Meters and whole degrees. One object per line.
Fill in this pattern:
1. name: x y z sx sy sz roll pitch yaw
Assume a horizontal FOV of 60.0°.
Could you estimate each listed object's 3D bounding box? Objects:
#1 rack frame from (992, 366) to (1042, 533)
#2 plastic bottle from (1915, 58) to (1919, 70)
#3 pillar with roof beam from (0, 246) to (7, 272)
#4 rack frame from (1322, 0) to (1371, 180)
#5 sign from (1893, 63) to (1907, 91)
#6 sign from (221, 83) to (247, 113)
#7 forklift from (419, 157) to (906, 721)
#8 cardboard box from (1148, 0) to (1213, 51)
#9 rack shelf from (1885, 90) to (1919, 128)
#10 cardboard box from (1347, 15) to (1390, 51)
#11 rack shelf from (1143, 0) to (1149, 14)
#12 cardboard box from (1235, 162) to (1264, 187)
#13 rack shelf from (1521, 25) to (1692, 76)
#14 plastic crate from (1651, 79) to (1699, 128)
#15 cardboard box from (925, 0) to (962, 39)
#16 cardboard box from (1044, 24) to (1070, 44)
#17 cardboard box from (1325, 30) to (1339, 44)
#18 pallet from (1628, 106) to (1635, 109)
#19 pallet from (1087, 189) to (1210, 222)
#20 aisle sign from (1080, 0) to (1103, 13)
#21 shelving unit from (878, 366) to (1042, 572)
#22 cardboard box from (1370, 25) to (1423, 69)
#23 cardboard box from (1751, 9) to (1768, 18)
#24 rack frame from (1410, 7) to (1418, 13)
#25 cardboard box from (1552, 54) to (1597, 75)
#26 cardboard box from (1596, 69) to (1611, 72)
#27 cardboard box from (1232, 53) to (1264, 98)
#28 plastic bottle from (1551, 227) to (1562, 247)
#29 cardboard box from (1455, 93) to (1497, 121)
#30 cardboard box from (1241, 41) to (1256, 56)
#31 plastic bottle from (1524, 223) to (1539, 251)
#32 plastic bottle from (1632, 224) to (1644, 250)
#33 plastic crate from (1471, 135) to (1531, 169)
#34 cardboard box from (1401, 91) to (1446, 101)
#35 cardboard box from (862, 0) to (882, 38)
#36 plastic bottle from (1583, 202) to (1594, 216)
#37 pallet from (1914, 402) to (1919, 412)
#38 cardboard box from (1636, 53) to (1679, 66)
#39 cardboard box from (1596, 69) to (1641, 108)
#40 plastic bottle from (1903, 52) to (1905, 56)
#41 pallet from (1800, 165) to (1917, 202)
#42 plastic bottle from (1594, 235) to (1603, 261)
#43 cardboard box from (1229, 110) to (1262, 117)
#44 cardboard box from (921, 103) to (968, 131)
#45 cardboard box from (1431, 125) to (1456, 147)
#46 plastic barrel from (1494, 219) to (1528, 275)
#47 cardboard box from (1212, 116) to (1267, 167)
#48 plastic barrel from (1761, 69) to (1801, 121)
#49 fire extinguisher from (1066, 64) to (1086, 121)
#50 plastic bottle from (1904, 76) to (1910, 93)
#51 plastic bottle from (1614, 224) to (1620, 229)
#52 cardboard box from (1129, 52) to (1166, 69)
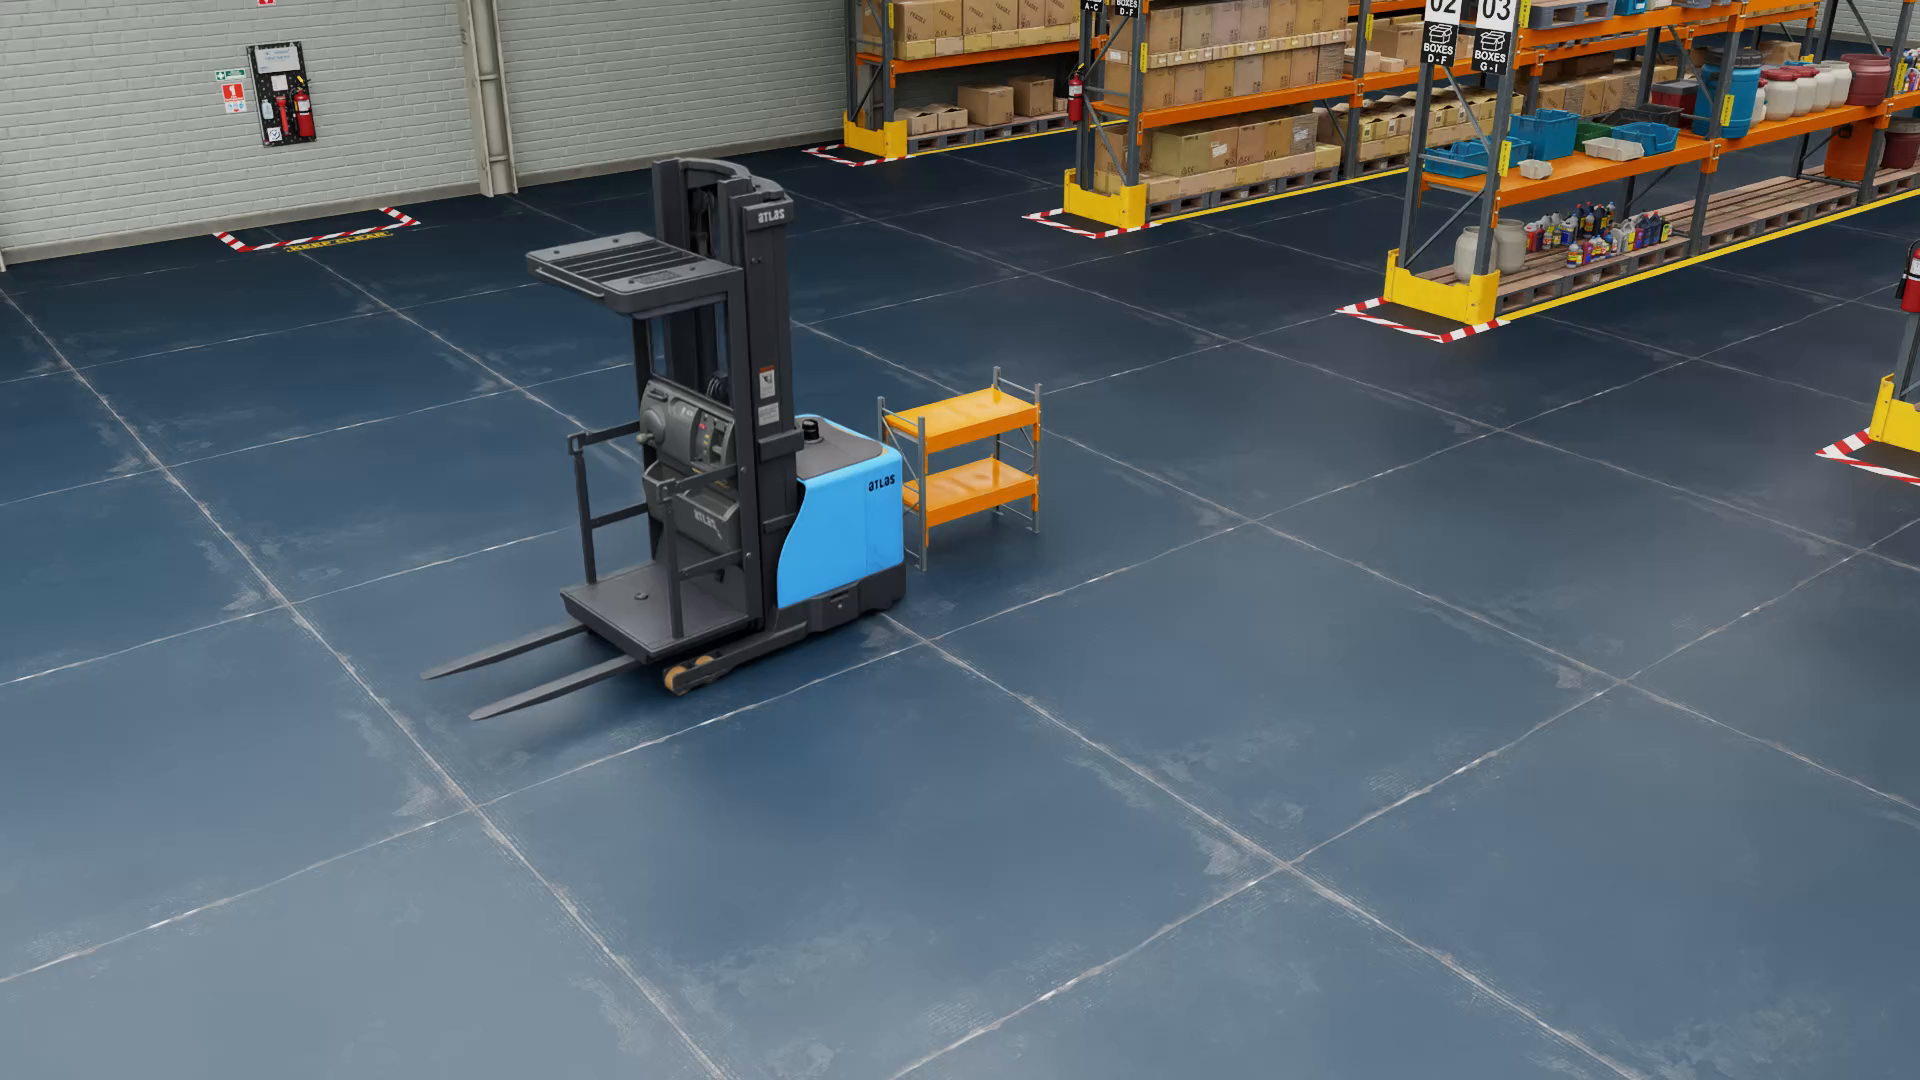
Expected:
1. rack frame: 0.405 -0.644 11.929 0.032 1.125 0.500 -18 31 -34
2. plastic bottle: 12.857 -6.373 22.282 0.097 0.201 0.097 0 25 0
3. pillar with roof beam: -8.050 -5.606 13.266 0.400 9.000 9.100 -18 31 -34
4. rack frame: 4.927 -6.358 22.014 0.127 3.000 1.000 -18 31 -34
5. sign: 11.474 -5.649 20.292 0.005 0.325 0.100 -18 31 -34
6. sign: -8.451 -5.147 19.361 0.234 0.329 0.001 -18 31 -34
7. forklift: -1.789 -0.658 9.813 3.031 2.935 1.130 -21 32 -37
8. cardboard box: 2.607 -6.222 20.061 0.500 0.500 0.700 -19 31 -35
9. rack shelf: 12.702 -5.949 21.986 4.000 0.370 1.077 -18 31 -34
10. cardboard box: 7.034 -8.848 29.434 0.750 0.750 0.750 -17 30 -33
11. rack shelf: 3.353 -6.873 20.415 4.000 0.370 1.077 -18 31 -34
12. cardboard box: 3.520 -4.717 21.246 0.500 0.250 0.500 -18 31 -34
13. rack shelf: 9.649 -7.591 25.524 4.000 0.370 1.077 -18 31 -34
14. plastic crate: 8.173 -4.973 18.953 0.583 0.464 0.402 -18 31 -34
15. cardboard box: -0.324 -7.390 23.501 0.500 0.500 0.500 -18 30 -34
16. cardboard box: 1.285 -7.589 24.821 0.500 0.250 0.500 -18 30 -34
17. cardboard box: 4.650 -6.493 21.415 0.250 0.149 0.380 -19 31 -35
18. pallet: 10.606 -6.948 26.597 1.213 0.211 1.003 -18 31 -34
19. pallet: 2.356 -4.267 20.820 1.213 0.211 1.003 -18 31 -34
20. aisle sign: 1.547 -6.579 19.401 0.004 0.787 0.394 -18 31 -34
21. shelving unit: 0.005 -0.512 11.644 1.048 1.125 0.538 -18 31 -34
22. cardboard box: 5.956 -6.735 22.706 0.500 0.500 0.500 -16 29 -30
23. cardboard box: 12.987 -8.920 27.415 0.500 0.500 0.500 -19 31 -35
24. rack frame: 8.163 -10.077 30.026 0.127 3.000 1.000 -18 31 -34
25. cardboard box: 9.510 -7.407 25.830 0.500 0.250 0.500 -19 31 -35
26. cardboard box: 9.881 -7.188 26.248 0.500 0.500 0.500 -18 30 -33
27. cardboard box: 3.371 -5.885 20.875 0.500 0.500 0.700 -17 30 -33
28. plastic bottle: 6.569 -3.338 18.308 0.097 0.201 0.097 0 25 0
29. cardboard box: 7.410 -6.240 23.861 0.500 0.311 0.500 -19 31 -35
30. cardboard box: 3.431 -6.088 20.544 0.250 0.149 0.380 -18 30 -34
31. plastic bottle: 6.223 -3.320 18.181 0.135 0.276 0.152 -18 30 -34
32. plastic bottle: 7.398 -3.315 18.161 0.133 0.283 0.061 -16 29 -31
33. plastic crate: 5.557 -4.006 17.122 0.408 0.251 0.499 -18 31 -34
34. cardboard box: 6.671 -6.285 23.958 0.500 0.311 0.500 -19 31 -35
35. cardboard box: -1.040 -7.433 23.594 0.500 0.500 0.500 -19 31 -35
36. plastic bottle: 7.090 -3.642 18.786 0.185 0.351 0.144 -17 30 -33
37. pallet: 8.610 -0.991 13.761 1.213 0.211 1.003 -18 31 -34
38. cardboard box: 11.496 -7.744 27.447 0.500 0.500 0.500 -18 31 -34
39. cardboard box: 10.222 -7.023 25.894 0.500 0.500 0.500 -18 30 -33
40. plastic bottle: 12.581 -6.395 22.246 0.097 0.271 0.097 0 25 0
41. pallet: 11.723 -4.709 21.774 1.213 0.211 1.003 -18 31 -34
42. plastic bottle: 6.801 -3.122 17.760 0.097 0.271 0.097 0 25 0
43. cardboard box: 3.582 -5.365 21.751 0.500 0.500 0.500 -18 31 -34
44. cardboard box: -0.231 -6.237 24.425 0.500 0.311 0.500 -15 29 -30
45. cardboard box: 6.607 -5.724 23.415 0.500 0.250 0.500 -18 30 -33
46. plastic barrel: 5.698 -3.066 17.377 0.421 0.512 0.421 0 25 0
47. cardboard box: 3.521 -5.057 21.087 0.500 0.500 0.500 -18 31 -34
48. plastic barrel: 9.446 -5.145 19.238 0.433 0.535 0.433 0 25 0
49. fire extinguisher: 1.400 -5.407 20.057 0.183 0.674 0.296 -18 31 -34
50. plastic bottle: 11.853 -5.717 20.869 0.097 0.201 0.097 0 25 0
51. plastic bottle: 7.163 -3.315 18.160 0.133 0.283 0.061 -18 31 -34
52. cardboard box: 2.221 -5.689 19.684 0.250 0.149 0.380 -19 31 -34
